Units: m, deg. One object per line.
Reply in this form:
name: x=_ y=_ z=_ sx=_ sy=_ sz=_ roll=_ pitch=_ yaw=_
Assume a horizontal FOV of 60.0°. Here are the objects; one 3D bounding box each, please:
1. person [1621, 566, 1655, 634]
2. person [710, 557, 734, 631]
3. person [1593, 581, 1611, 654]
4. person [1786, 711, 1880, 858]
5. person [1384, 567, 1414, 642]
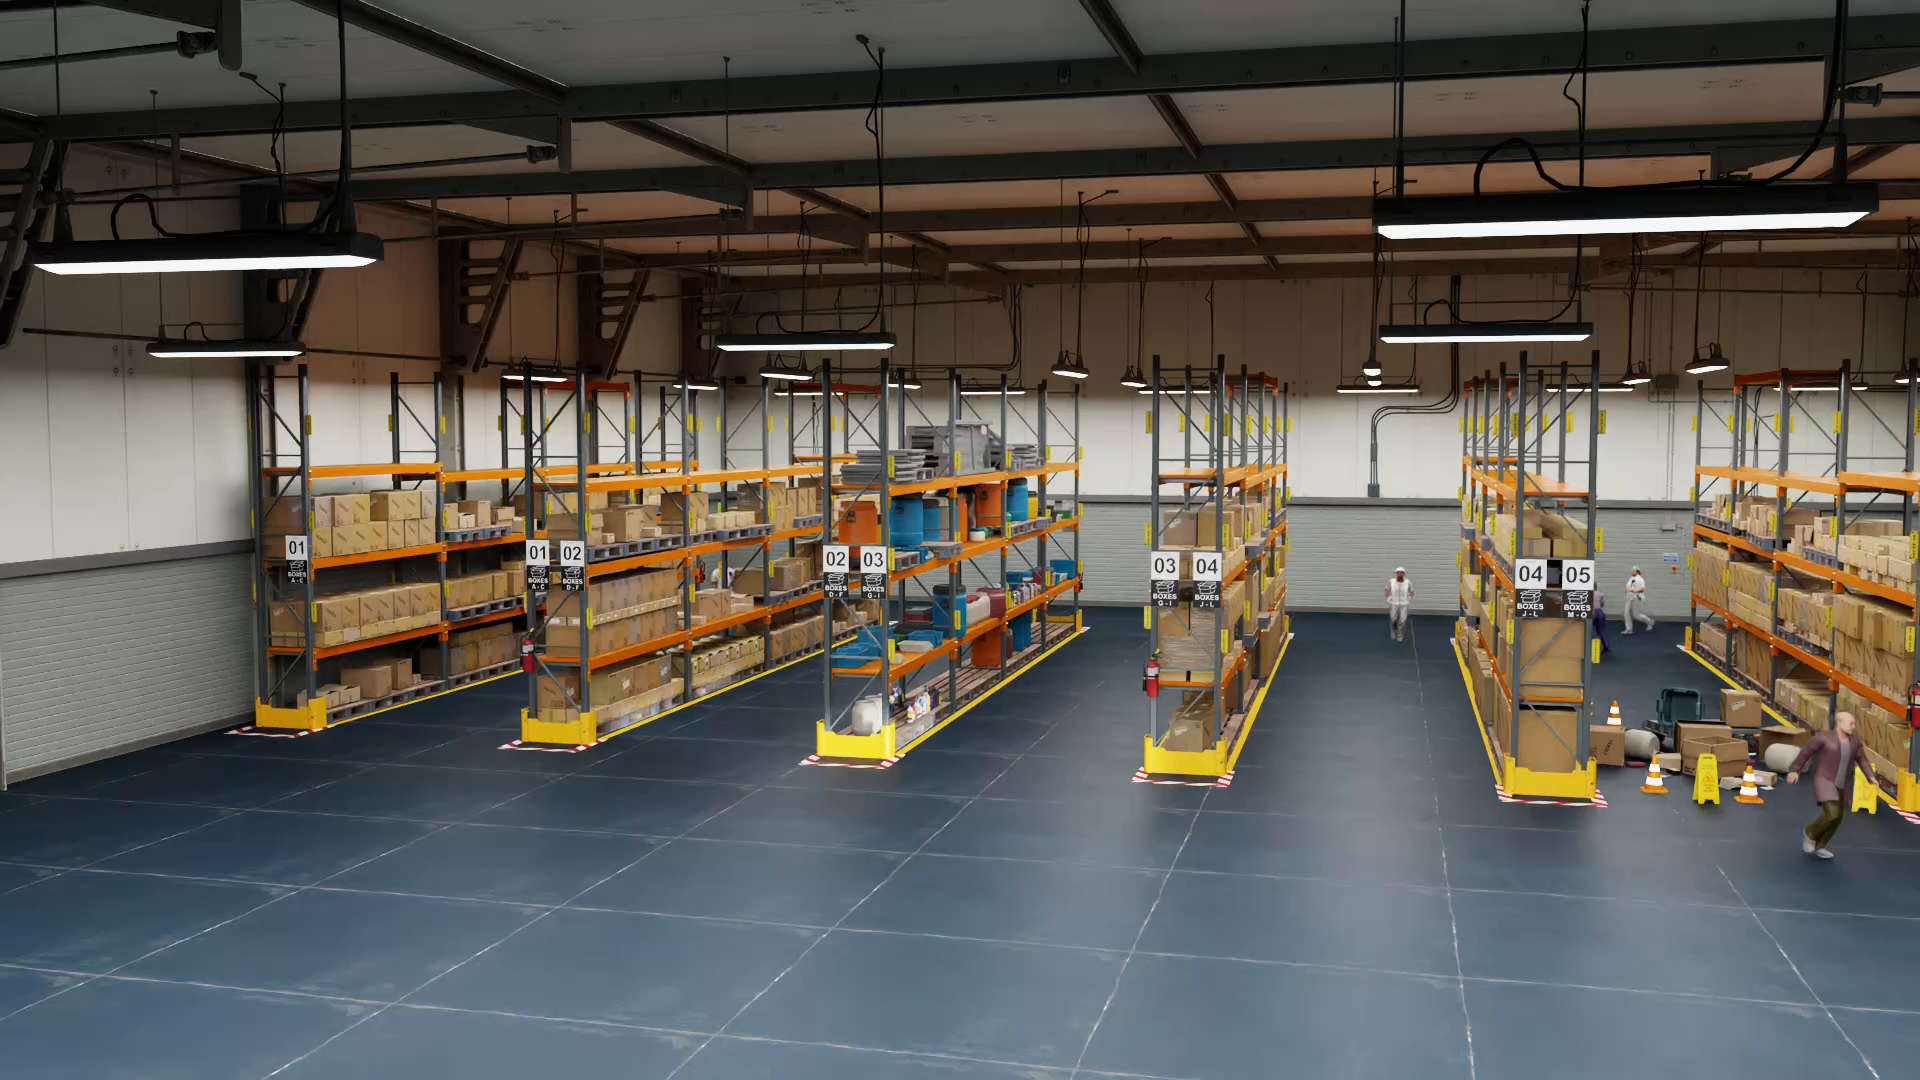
person: x=16.197 y=1.435 z=39.788 sx=0.772 sy=1.637 sz=0.612 roll=0 pitch=4 yaw=-7
person: x=-5.807 y=1.329 z=40.773 sx=0.624 sy=1.858 sz=0.780 roll=0 pitch=4 yaw=-1
person: x=13.792 y=1.708 z=36.085 sx=0.608 sy=1.640 sz=0.956 roll=-1 pitch=4 yaw=-13
person: x=10.041 y=2.815 z=19.046 sx=0.698 sy=1.727 sz=0.838 roll=-1 pitch=4 yaw=-13
person: x=10.105 y=1.491 z=38.230 sx=0.667 sy=1.739 sz=0.602 roll=1 pitch=4 yaw=12
